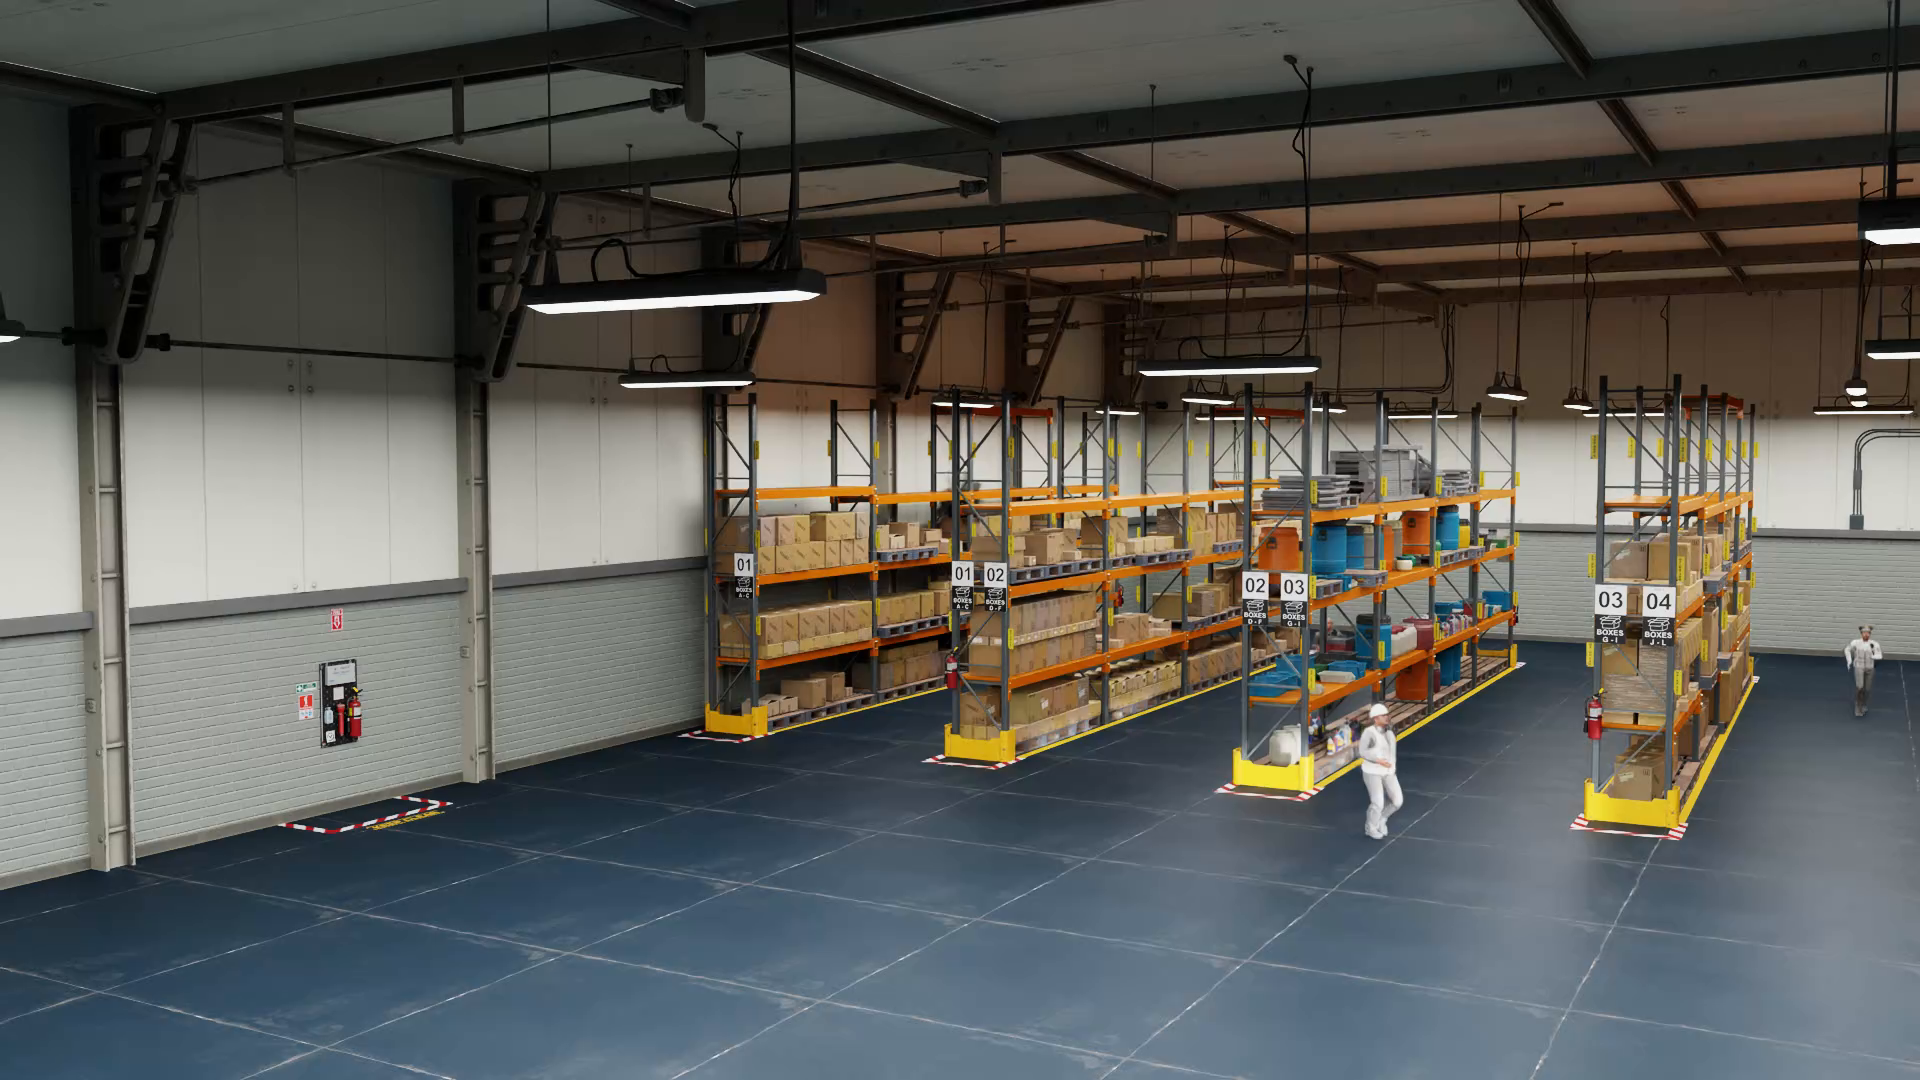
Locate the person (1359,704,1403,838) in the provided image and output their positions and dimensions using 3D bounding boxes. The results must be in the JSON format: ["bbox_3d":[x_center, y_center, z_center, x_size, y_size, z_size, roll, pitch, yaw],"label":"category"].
[{"bbox_3d":[5.411,2.971,21.321,0.660,1.734,0.596,-2,4,-29],"label":"person"}]

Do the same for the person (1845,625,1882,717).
[{"bbox_3d":[17.056,2.469,31.374,0.577,1.740,0.713,1,3,18],"label":"person"}]

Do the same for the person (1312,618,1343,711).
[{"bbox_3d":[7.171,2.385,32.368,0.610,1.754,0.889,2,4,30],"label":"person"}]
